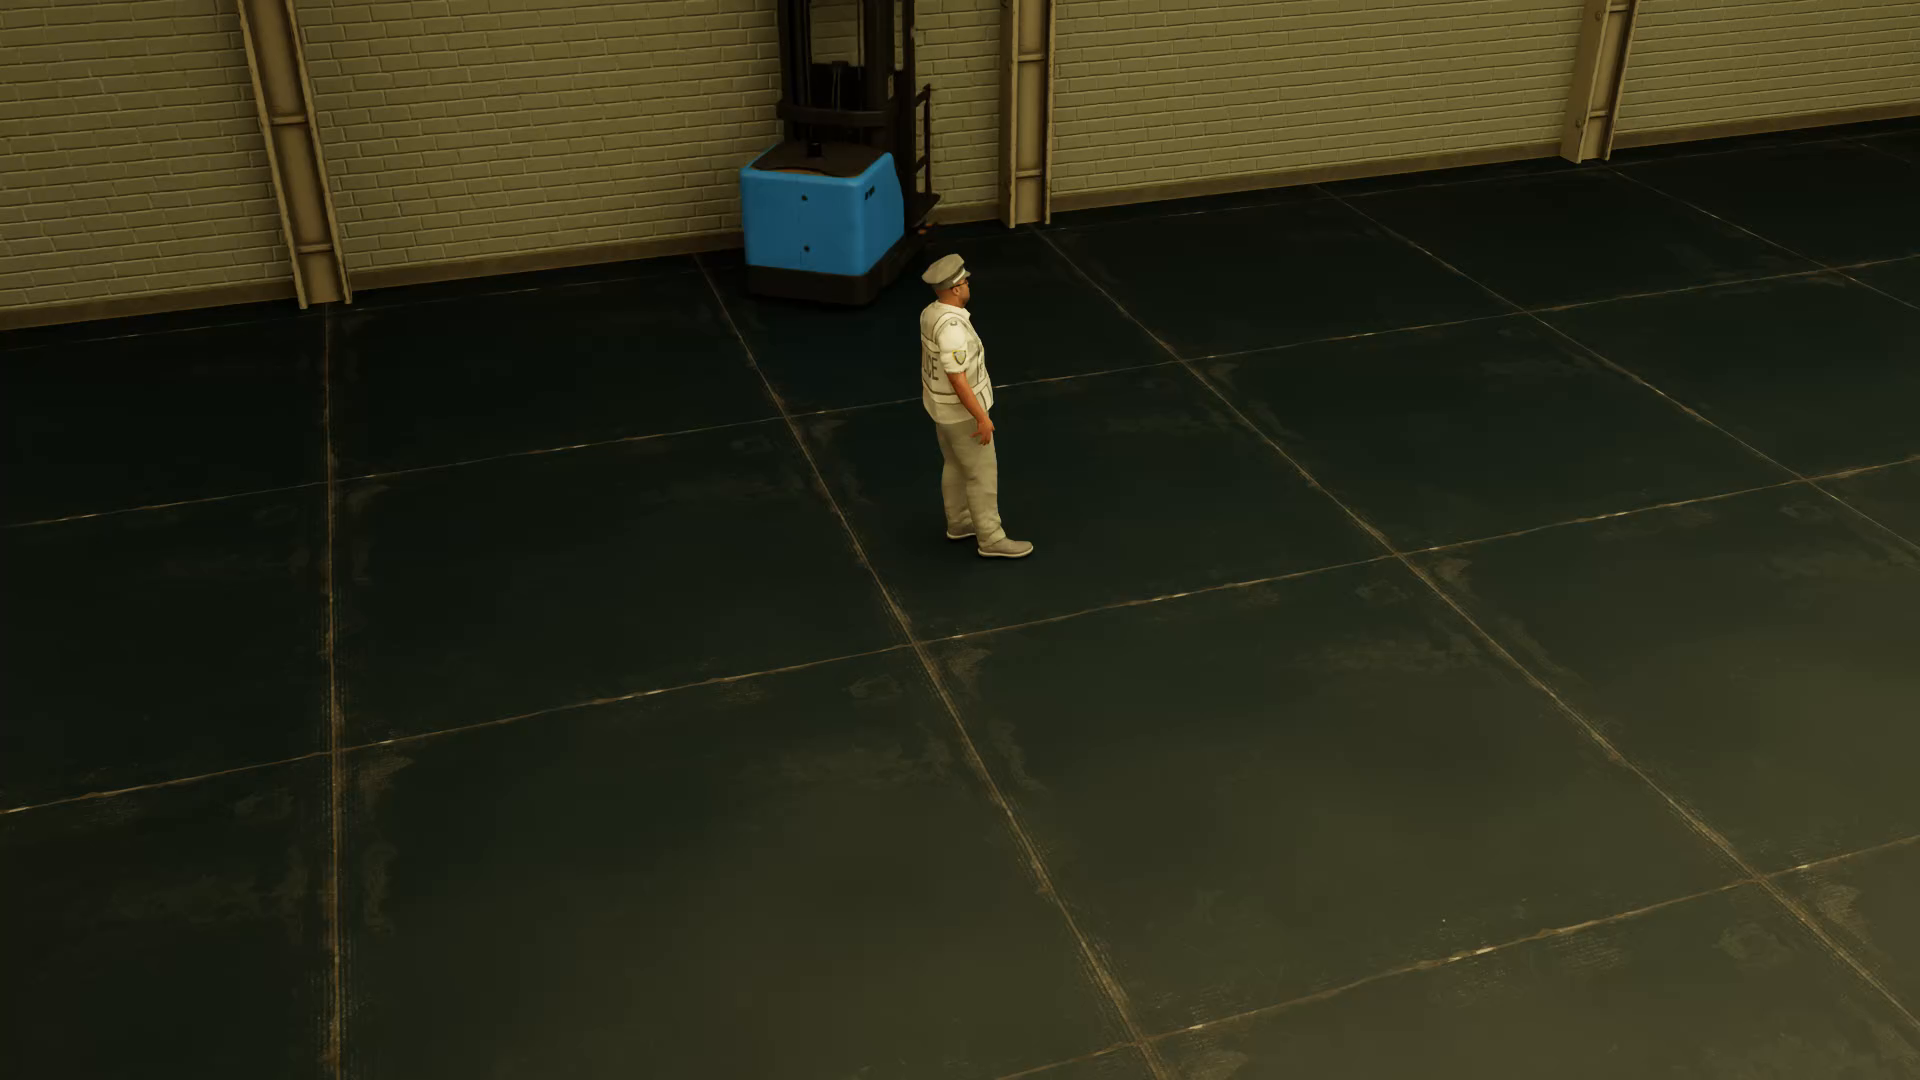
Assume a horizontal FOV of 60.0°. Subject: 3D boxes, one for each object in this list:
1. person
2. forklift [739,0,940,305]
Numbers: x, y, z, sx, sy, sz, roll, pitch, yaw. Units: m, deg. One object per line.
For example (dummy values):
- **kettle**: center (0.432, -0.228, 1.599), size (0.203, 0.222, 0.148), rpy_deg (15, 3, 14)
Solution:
- **person**: center (0.077, -0.785, 9.589), size (0.575, 1.781, 0.640), rpy_deg (-10, 31, -16)
- **forklift**: center (-0.825, -3.840, 13.761), size (1.130, 2.935, 3.031), rpy_deg (8, 31, 14)
